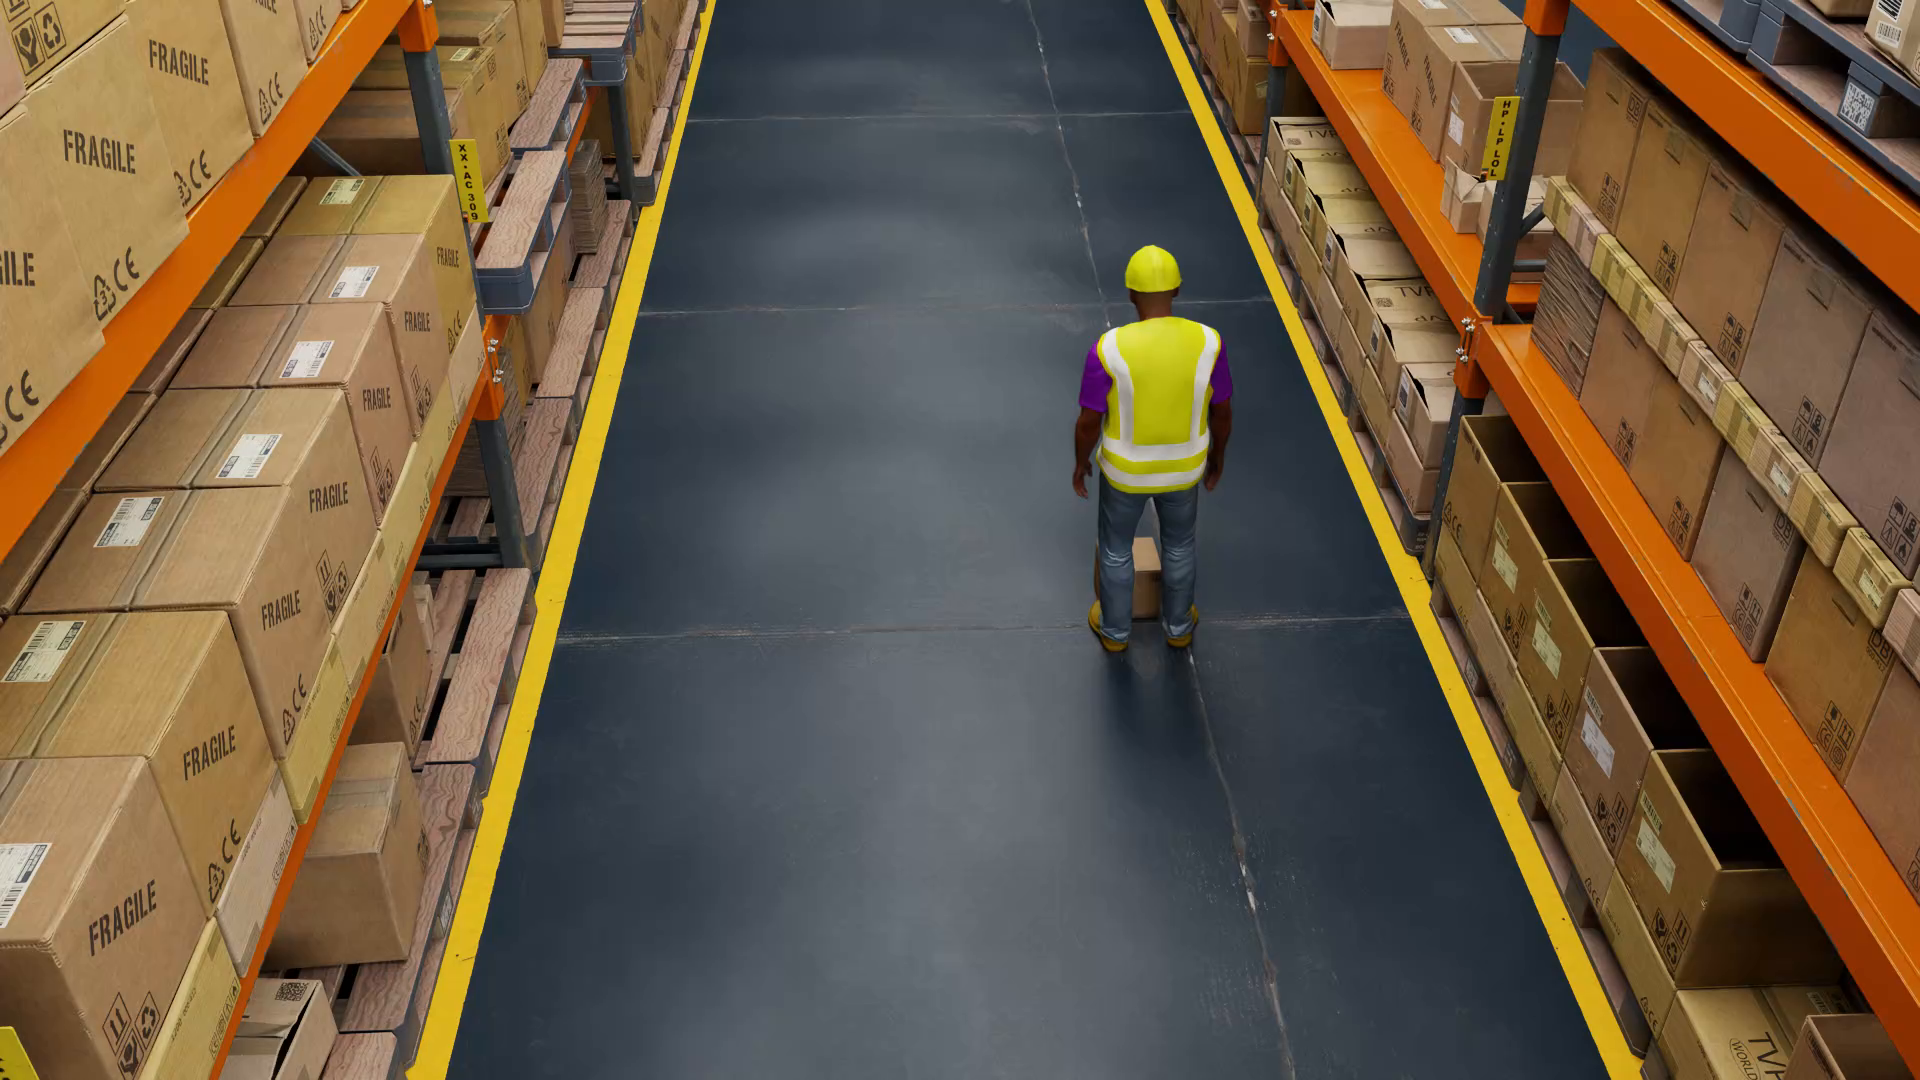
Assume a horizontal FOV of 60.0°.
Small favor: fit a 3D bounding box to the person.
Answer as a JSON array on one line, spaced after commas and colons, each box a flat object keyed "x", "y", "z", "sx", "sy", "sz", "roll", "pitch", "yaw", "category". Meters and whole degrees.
[{"x": 0.748, "y": -0.322, "z": 6.590, "sx": 0.621, "sy": 1.759, "sz": 0.461, "roll": -3, "pitch": 35, "yaw": -4, "category": "person"}]
